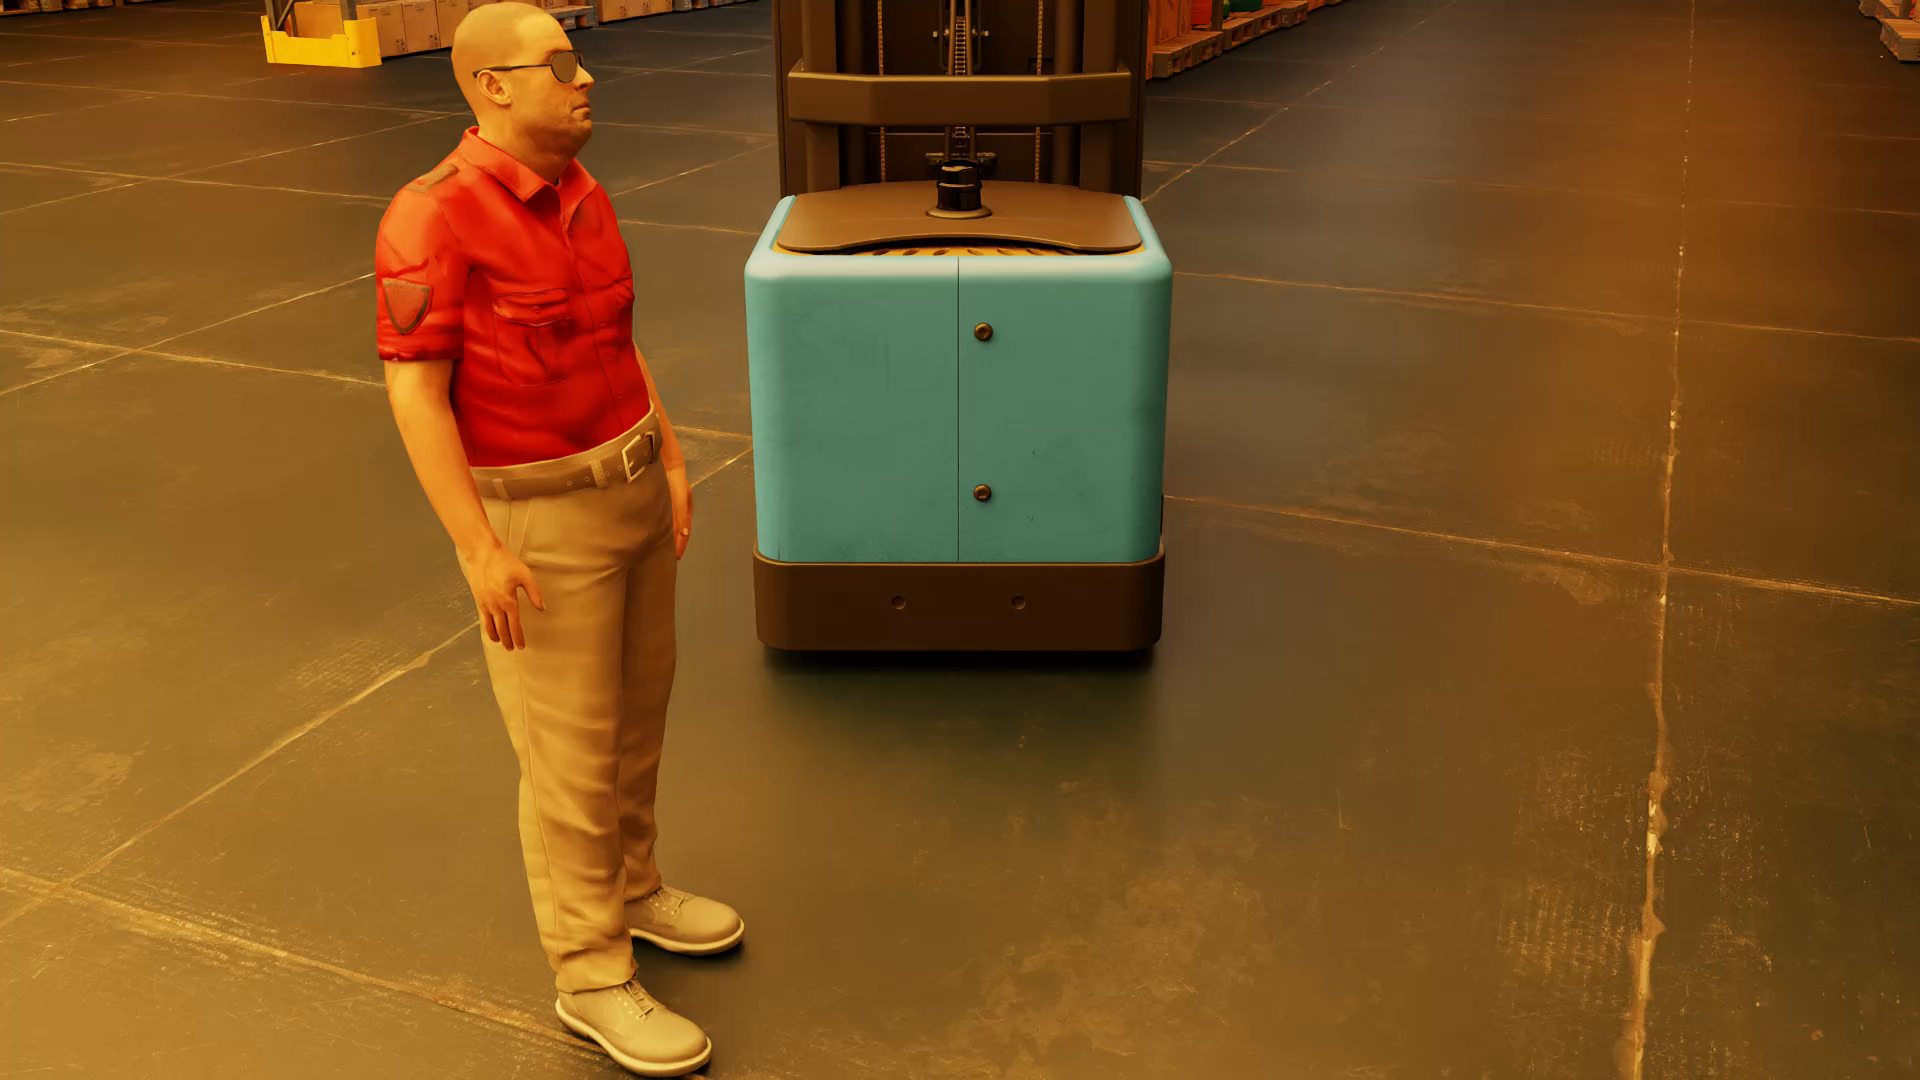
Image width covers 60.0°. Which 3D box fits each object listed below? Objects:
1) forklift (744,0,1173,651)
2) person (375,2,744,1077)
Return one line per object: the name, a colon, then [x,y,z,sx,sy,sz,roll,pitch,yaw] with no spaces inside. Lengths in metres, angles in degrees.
forklift: [0.002,-1.587,5.089,1.130,2.935,3.031,0,23,0]
person: [-0.597,-0.013,2.862,0.551,1.727,0.642,9,24,20]
